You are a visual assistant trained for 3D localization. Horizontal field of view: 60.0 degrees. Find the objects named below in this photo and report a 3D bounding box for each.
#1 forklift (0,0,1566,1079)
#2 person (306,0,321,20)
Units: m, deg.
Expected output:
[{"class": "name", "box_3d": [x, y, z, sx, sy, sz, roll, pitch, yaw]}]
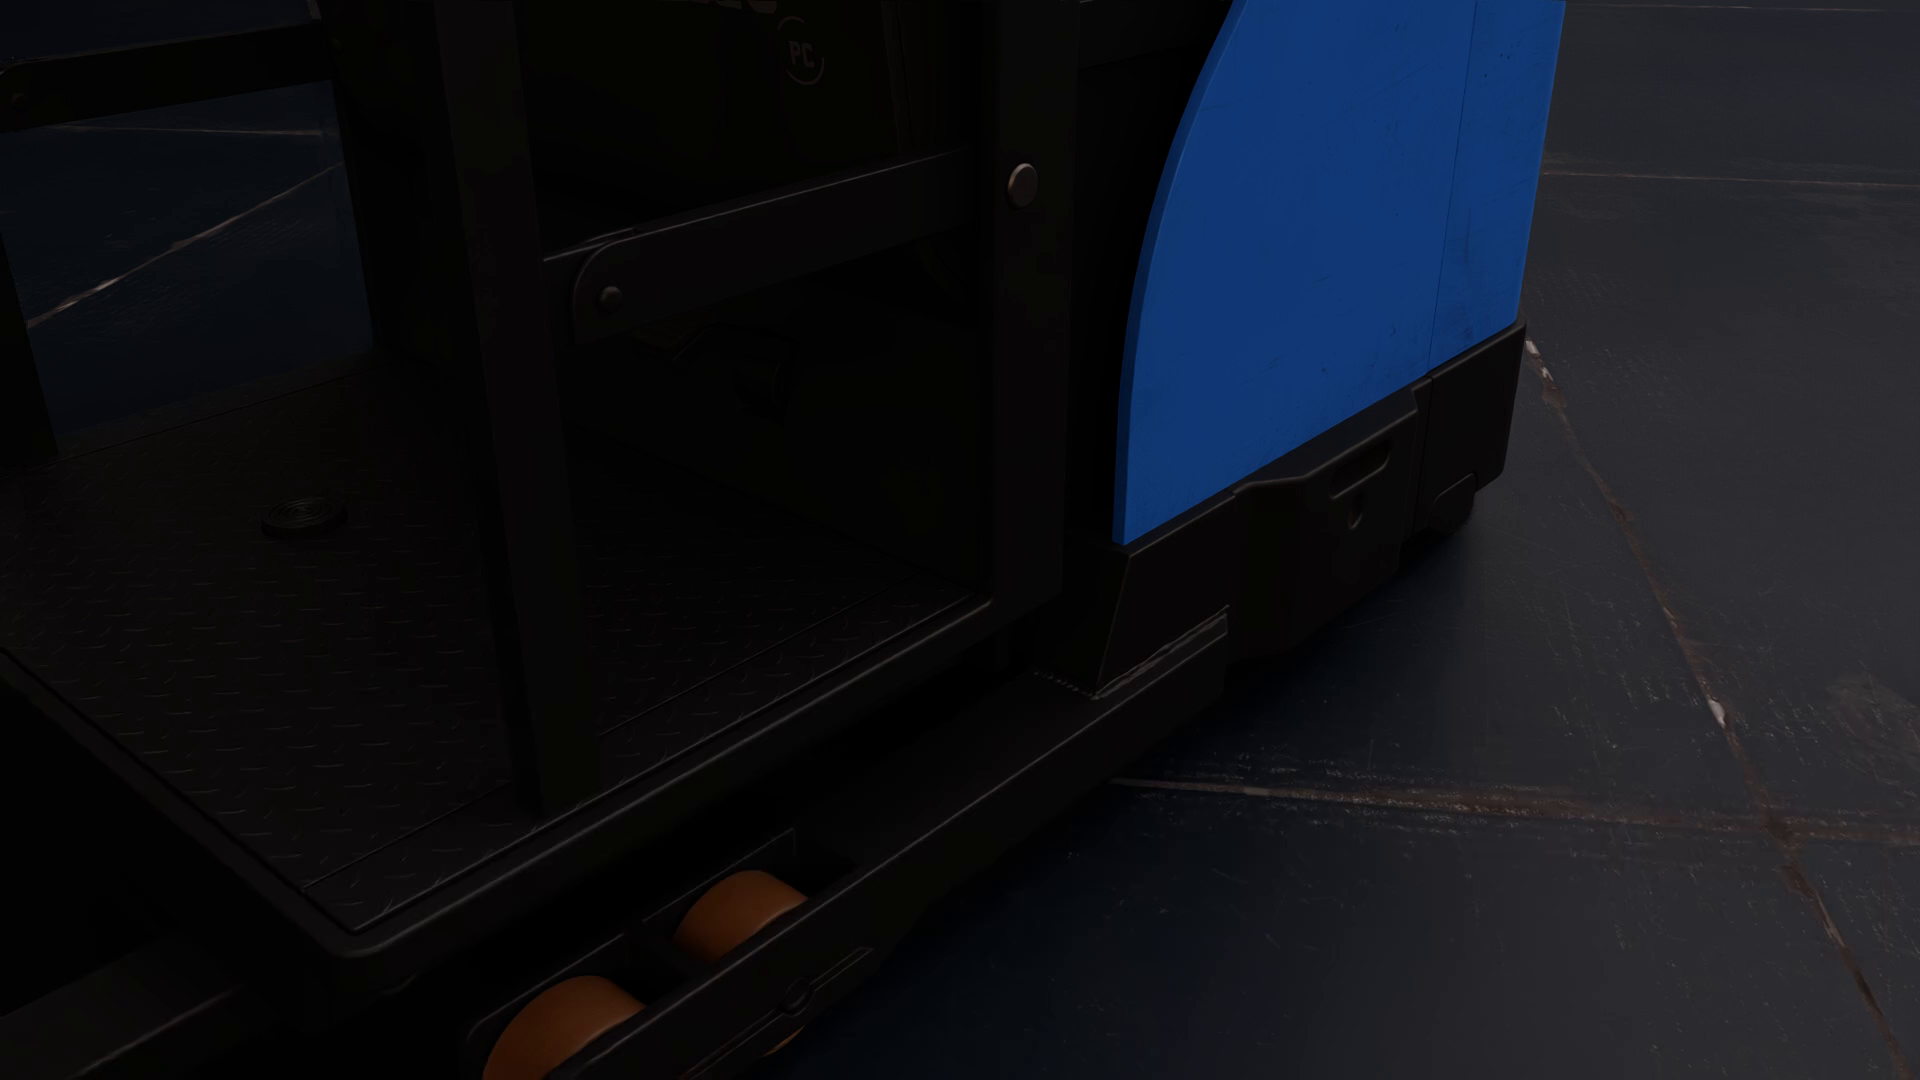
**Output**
[{"class": "forklift", "box_3d": [-0.507, -1.024, 1.270, 1.130, 2.935, 3.031, 21, 34, 36]}, {"class": "person", "box_3d": [-0.774, -1.029, 3.060, 0.915, 1.364, 0.839, 7, 27, 14]}]
